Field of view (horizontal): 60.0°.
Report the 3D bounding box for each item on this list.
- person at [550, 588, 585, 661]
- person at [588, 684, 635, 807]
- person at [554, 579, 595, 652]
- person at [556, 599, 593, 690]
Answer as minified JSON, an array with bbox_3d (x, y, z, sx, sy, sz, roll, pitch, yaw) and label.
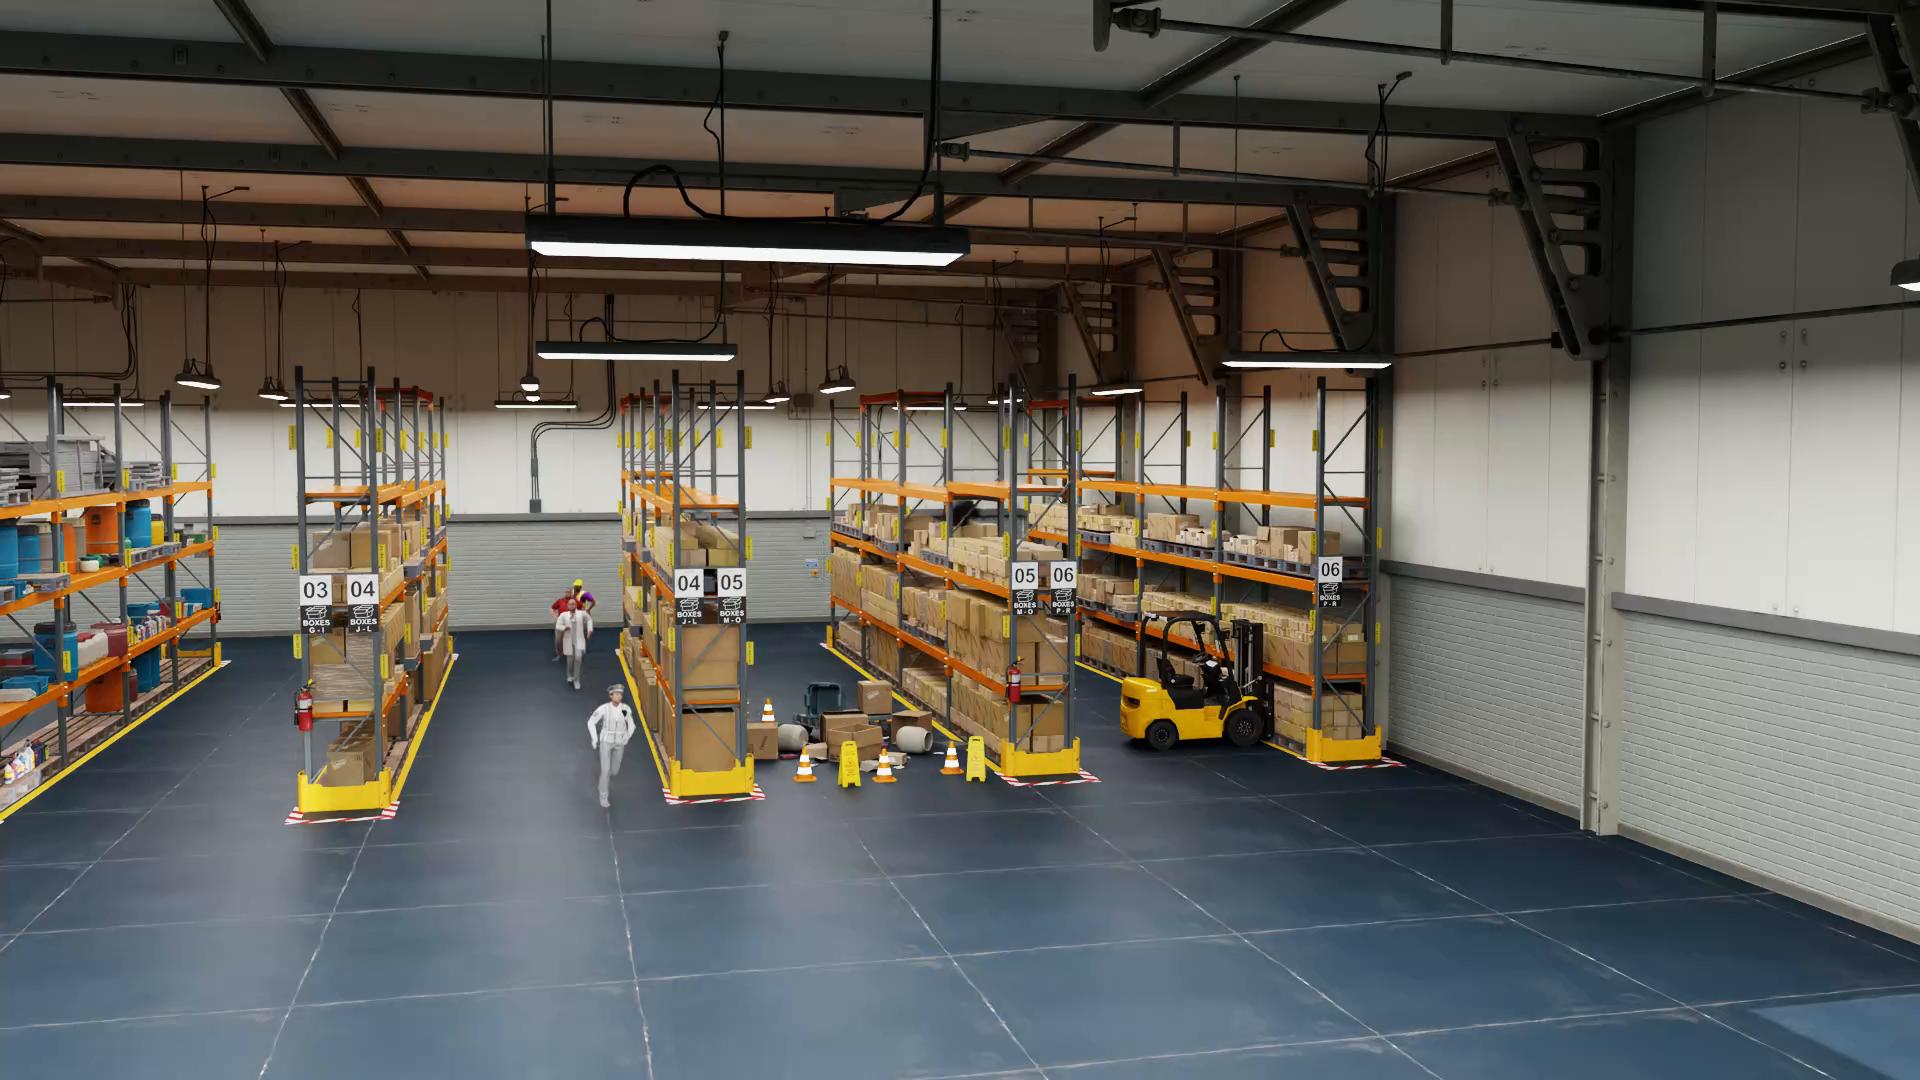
[{"bbox_3d":[-8.938,1.918,37.799,0.760,1.659,0.511,0,3,-3],"label":"person"},{"bbox_3d":[-4.827,2.822,23.082,0.654,1.660,0.691,-2,4,-25],"label":"person"},{"bbox_3d":[-9.094,1.786,39.496,0.778,1.721,0.988,3,4,39],"label":"person"},{"bbox_3d":[-7.849,2.107,33.849,0.729,1.811,0.974,-1,3,-9],"label":"person"}]
